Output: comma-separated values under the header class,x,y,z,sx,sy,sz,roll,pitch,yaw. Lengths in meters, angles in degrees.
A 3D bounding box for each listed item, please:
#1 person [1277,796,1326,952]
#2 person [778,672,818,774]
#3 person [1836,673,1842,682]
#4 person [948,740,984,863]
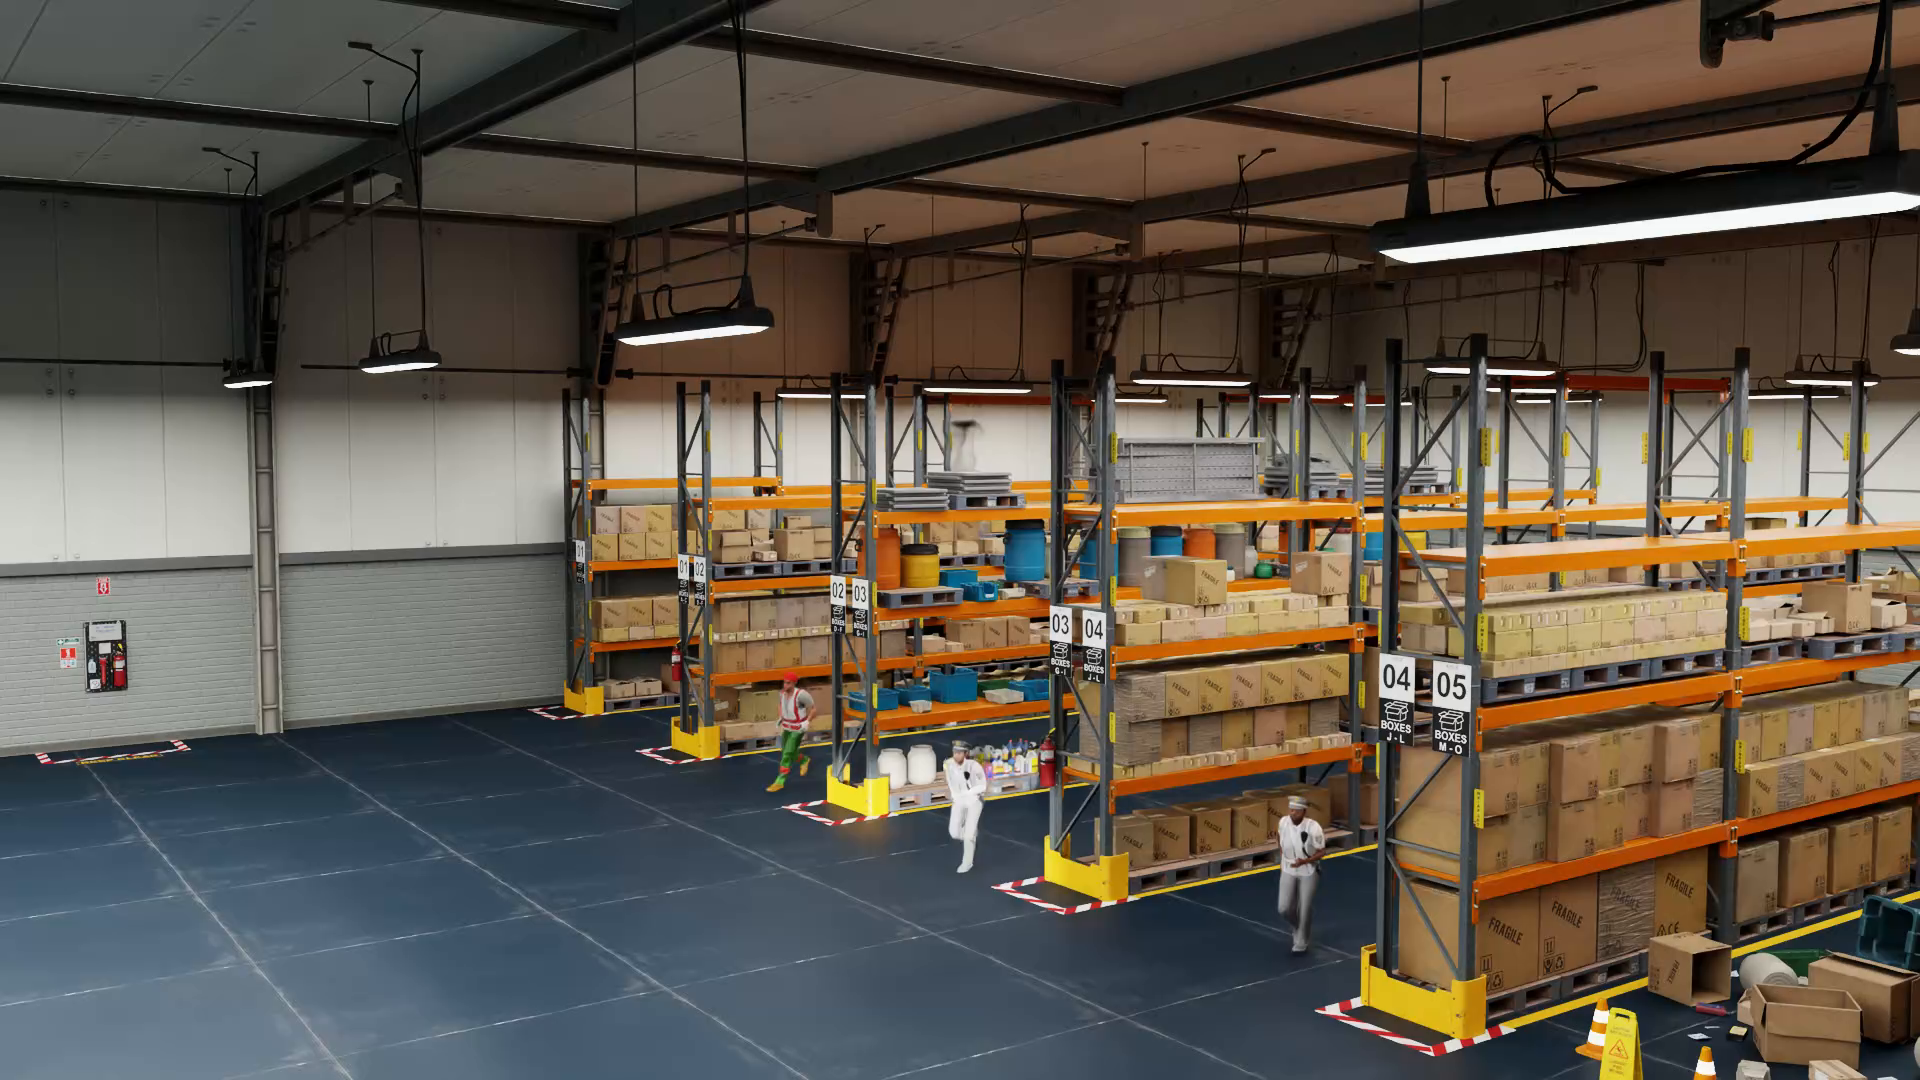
class,x,y,z,sx,sy,sz,roll,pitch,yaw
person,3.337,3.287,16.386,0.541,1.624,0.665,2,4,26
person,-1.905,2.289,29.470,5.217,1.483,10.375,2,4,30
person,13.190,2.716,24.877,0.636,1.476,0.512,-3,5,-36
person,0.012,3.081,19.532,0.466,1.540,0.618,2,4,23
